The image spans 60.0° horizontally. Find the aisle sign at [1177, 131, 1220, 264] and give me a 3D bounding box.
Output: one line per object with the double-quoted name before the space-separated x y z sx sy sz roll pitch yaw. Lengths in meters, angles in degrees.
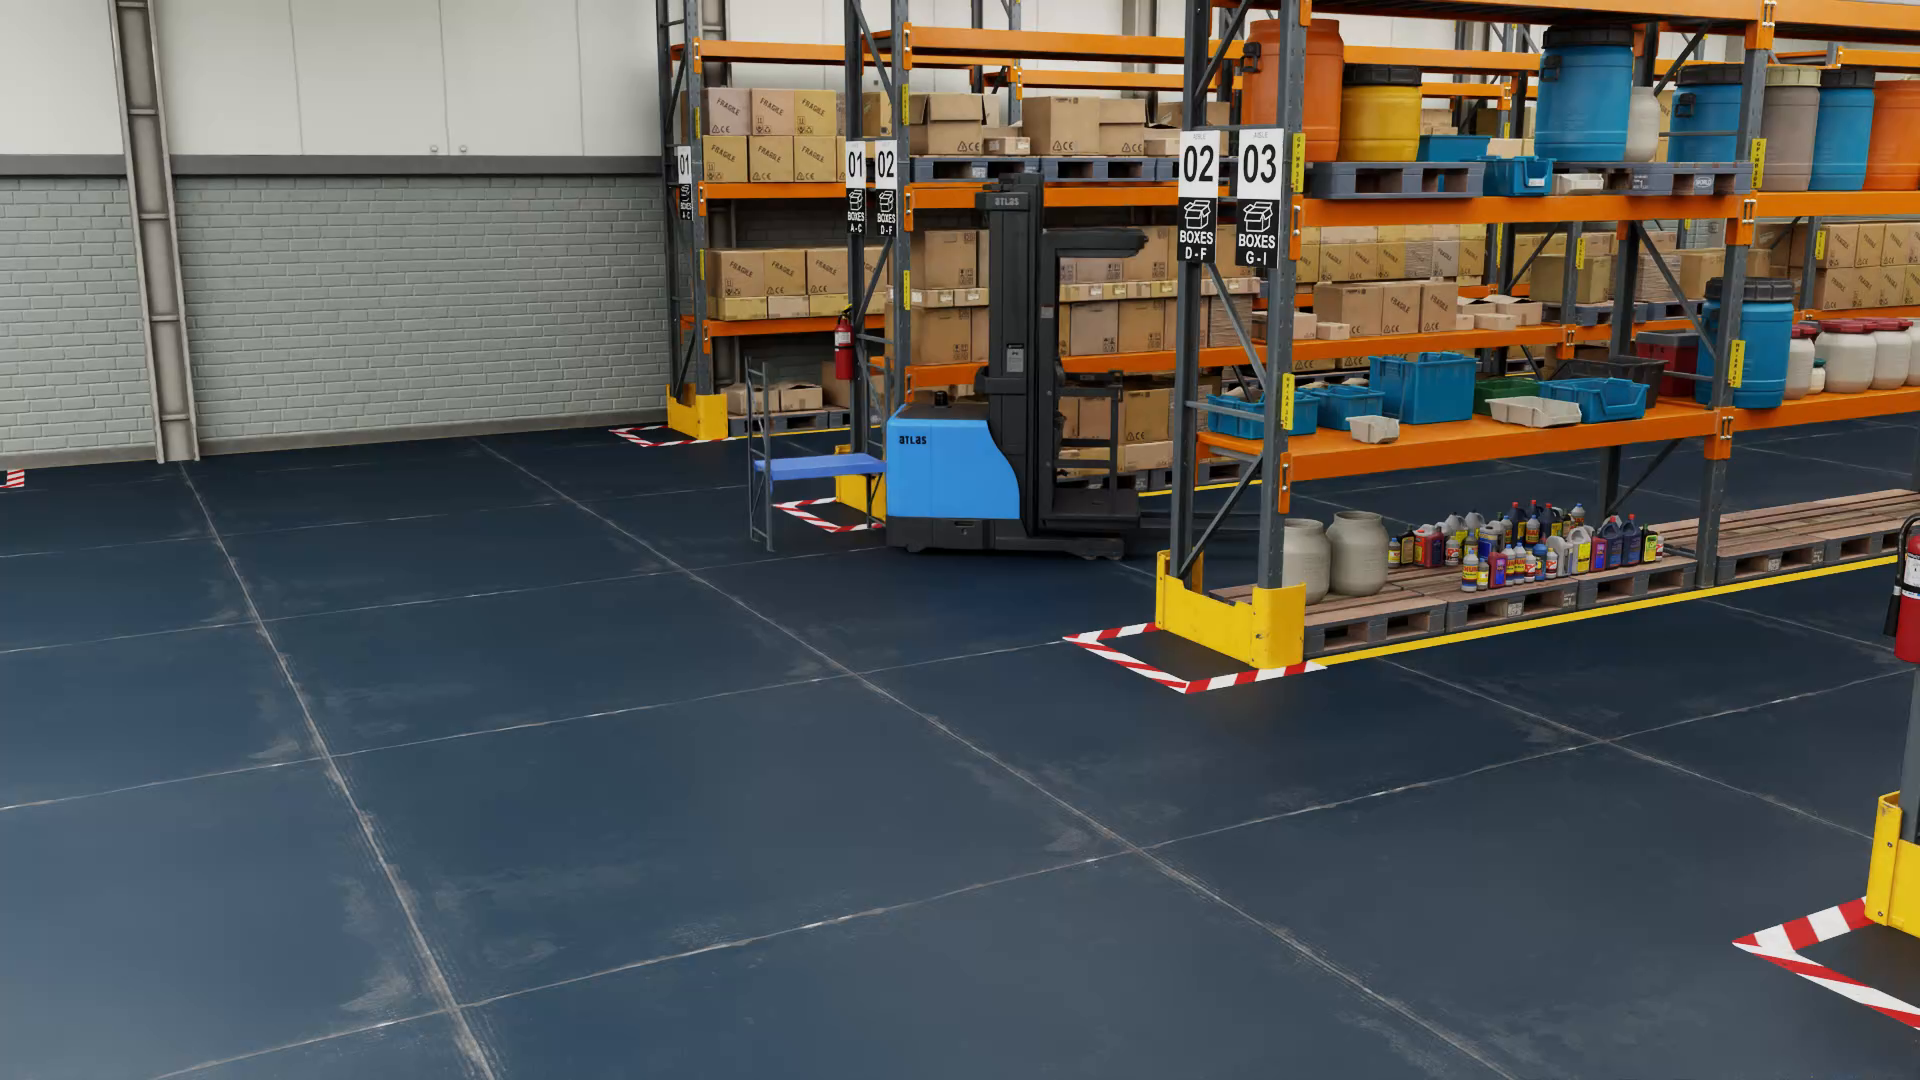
"aisle sign" 1.458 -2.102 10.198 0.004 0.787 0.394 -7 14 -28

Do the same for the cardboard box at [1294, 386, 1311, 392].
"cardboard box" 3.476 -1.451 17.254 0.500 0.311 0.500 -6 14 -26

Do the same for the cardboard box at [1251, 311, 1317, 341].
"cardboard box" 3.215 -2.147 16.660 0.500 0.250 0.500 -6 14 -24

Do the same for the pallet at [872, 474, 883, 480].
"pallet" -0.056 -0.468 15.206 1.213 0.211 1.003 -7 14 -28

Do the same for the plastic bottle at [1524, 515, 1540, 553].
"plastic bottle" 4.198 -0.045 12.191 0.097 0.271 0.097 0 13 0

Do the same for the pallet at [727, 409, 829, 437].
"pallet" -2.287 -1.420 19.438 1.213 0.211 1.003 -7 14 -28

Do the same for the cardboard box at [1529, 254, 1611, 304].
"cardboard box" 6.814 -2.923 18.580 0.700 0.500 0.500 11 17 41

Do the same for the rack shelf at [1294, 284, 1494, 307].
"rack shelf" 5.694 -3.395 23.500 4.000 0.370 1.077 -7 14 -28

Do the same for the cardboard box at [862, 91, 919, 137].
"cardboard box" -0.812 -4.903 19.180 0.500 0.500 0.500 -7 15 -30

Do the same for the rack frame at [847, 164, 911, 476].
"rack frame" -0.707 -1.739 14.507 0.127 3.000 1.000 -7 14 -28

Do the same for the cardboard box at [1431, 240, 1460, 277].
"cardboard box" 6.722 -4.007 23.632 0.500 0.500 0.500 -7 14 -27

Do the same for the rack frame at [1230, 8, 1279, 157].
"rack frame" 3.938 -6.462 21.828 0.127 3.000 1.000 -7 14 -28

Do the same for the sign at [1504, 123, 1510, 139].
"sign" 7.718 -5.722 23.475 0.005 0.325 0.100 -7 14 -28

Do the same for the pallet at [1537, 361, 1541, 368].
"pallet" 9.226 -2.790 25.525 1.213 0.211 1.003 -7 14 -28

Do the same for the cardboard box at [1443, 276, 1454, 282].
"cardboard box" 6.829 -3.704 23.761 0.250 0.149 0.380 -6 14 -26

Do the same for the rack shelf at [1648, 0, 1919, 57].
"rack shelf" 6.930 -3.796 12.532 4.000 0.370 1.077 -7 14 -28

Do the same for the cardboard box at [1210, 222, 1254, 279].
"cardboard box" 2.418 -2.794 16.010 0.500 0.500 0.700 -7 14 -28

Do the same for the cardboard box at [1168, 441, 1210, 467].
"cardboard box" 2.058 -0.882 16.003 0.500 0.250 0.500 -7 14 -28

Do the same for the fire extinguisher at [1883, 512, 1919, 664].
"fire extinguisher" 3.715 0.131 6.371 0.183 0.674 0.296 -7 14 -28

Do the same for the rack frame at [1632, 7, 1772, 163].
"rack frame" 5.174 -4.132 11.474 0.127 3.000 1.000 -7 14 -28

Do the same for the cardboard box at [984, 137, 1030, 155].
"cardboard box" 0.410 -3.443 14.542 0.250 0.149 0.380 -7 14 -28

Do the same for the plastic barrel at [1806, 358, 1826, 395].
"plastic barrel" 6.410 -1.247 12.635 0.301 0.262 0.301 0 13 0

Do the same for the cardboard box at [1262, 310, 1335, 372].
"cardboard box" 4.647 -2.744 22.908 0.750 0.750 0.750 -7 14 -29

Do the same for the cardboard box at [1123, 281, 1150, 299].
"cardboard box" 1.553 -2.322 15.391 0.250 0.149 0.380 -6 14 -26

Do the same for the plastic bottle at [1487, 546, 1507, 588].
"plastic bottle" 3.612 0.175 11.184 0.133 0.283 0.061 -7 14 -27

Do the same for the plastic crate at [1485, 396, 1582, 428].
"plastic crate" 3.870 -0.857 11.186 0.437 0.136 0.530 -7 14 -28

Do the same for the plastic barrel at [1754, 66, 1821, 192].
"plastic barrel" 6.091 -3.077 12.478 0.600 0.901 0.600 0 13 0

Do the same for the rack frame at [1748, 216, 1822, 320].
"rack frame" 9.826 -3.002 20.116 0.127 3.000 1.000 -7 14 -28

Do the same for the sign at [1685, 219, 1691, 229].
"sign" 11.208 -4.951 25.602 0.005 0.325 0.100 -7 14 -28

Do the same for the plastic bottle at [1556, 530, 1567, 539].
"plastic bottle" 4.224 0.066 11.670 0.133 0.283 0.061 -7 14 -28

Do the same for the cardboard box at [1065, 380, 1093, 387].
"cardboard box" 0.932 -1.243 15.898 0.500 0.500 0.500 -7 14 -28

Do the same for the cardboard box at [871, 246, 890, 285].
"cardboard box" -0.722 -3.203 19.598 0.500 0.500 0.500 -7 15 -29

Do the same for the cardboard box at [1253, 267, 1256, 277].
"cardboard box" 3.531 -3.747 22.199 0.500 0.500 0.700 -9 15 -34

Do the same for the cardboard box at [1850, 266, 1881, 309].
"cardboard box" 10.852 -3.106 20.352 0.500 0.500 0.500 -7 14 -27

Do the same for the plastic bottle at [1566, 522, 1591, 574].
"plastic bottle" 4.295 0.050 11.587 0.185 0.351 0.144 -7 14 -28

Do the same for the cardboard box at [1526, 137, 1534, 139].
"cardboard box" 6.682 -4.146 18.139 0.500 0.500 0.910 -7 14 -28

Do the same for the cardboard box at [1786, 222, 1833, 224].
"cardboard box" 10.594 -3.696 20.695 0.500 0.500 0.500 -7 15 -29

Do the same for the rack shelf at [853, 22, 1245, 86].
"rack shelf" 1.049 -4.331 14.906 4.000 0.370 1.077 -7 14 -28

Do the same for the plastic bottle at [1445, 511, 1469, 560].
"plastic bottle" 3.565 -0.039 11.980 0.185 0.351 0.144 -6 14 -26

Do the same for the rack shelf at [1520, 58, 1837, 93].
"rack shelf" 8.071 -5.172 18.645 4.000 0.370 1.077 -7 14 -28

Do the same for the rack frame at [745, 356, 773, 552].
"rack frame" -1.602 -0.688 13.252 0.032 1.500 0.500 -6 14 -23

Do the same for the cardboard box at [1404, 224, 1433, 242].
"cardboard box" 6.261 -4.322 23.321 0.500 0.250 0.500 -7 14 -27

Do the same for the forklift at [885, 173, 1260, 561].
"forklift" 0.961 -1.392 13.120 3.031 2.935 1.130 1 13 5

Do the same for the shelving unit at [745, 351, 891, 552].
"shelving unit" -1.137 -0.734 13.453 1.048 1.500 0.538 -6 14 -23

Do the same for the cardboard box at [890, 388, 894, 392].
"cardboard box" -0.986 -1.774 20.151 0.250 0.149 0.380 -8 15 -32

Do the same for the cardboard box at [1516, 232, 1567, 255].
"cardboard box" 8.577 -4.232 24.899 0.700 0.700 0.980 -7 15 -29

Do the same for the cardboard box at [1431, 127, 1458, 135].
"cardboard box" 6.624 -5.612 23.650 0.500 0.500 0.700 -8 15 -31

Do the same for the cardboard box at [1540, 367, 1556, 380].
"cardboard box" 7.024 -1.720 19.111 0.500 0.500 0.500 -6 14 -26

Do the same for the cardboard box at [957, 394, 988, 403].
"cardboard box" 0.309 -1.035 14.976 0.500 0.500 0.500 -7 14 -28

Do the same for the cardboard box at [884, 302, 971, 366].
"cardboard box" -0.291 -1.835 14.703 0.500 0.500 0.700 -7 14 -28

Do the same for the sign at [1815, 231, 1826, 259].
"sign" 10.095 -3.460 19.515 0.005 0.325 0.100 -7 14 -28

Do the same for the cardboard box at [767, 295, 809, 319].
"cardboard box" -2.054 -2.678 18.972 0.500 0.250 0.500 -7 15 -30

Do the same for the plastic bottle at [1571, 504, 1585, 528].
"plastic bottle" 4.685 -0.140 12.611 0.097 0.271 0.097 0 13 0

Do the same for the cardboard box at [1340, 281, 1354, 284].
"cardboard box" 5.223 -3.528 22.981 0.250 0.149 0.380 -6 14 -27

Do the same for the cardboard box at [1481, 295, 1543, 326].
"cardboard box" 5.975 -2.508 18.123 0.500 0.311 0.500 -6 14 -24

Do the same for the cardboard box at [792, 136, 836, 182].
"cardboard box" -1.728 -4.308 18.813 0.500 0.500 0.500 -6 14 -25

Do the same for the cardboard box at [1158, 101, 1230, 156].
"cardboard box" 2.236 -3.943 15.965 0.500 0.500 0.500 -6 14 -23

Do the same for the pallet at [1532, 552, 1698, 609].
"pallet" 4.565 0.218 12.161 1.213 0.211 1.003 -7 14 -28
